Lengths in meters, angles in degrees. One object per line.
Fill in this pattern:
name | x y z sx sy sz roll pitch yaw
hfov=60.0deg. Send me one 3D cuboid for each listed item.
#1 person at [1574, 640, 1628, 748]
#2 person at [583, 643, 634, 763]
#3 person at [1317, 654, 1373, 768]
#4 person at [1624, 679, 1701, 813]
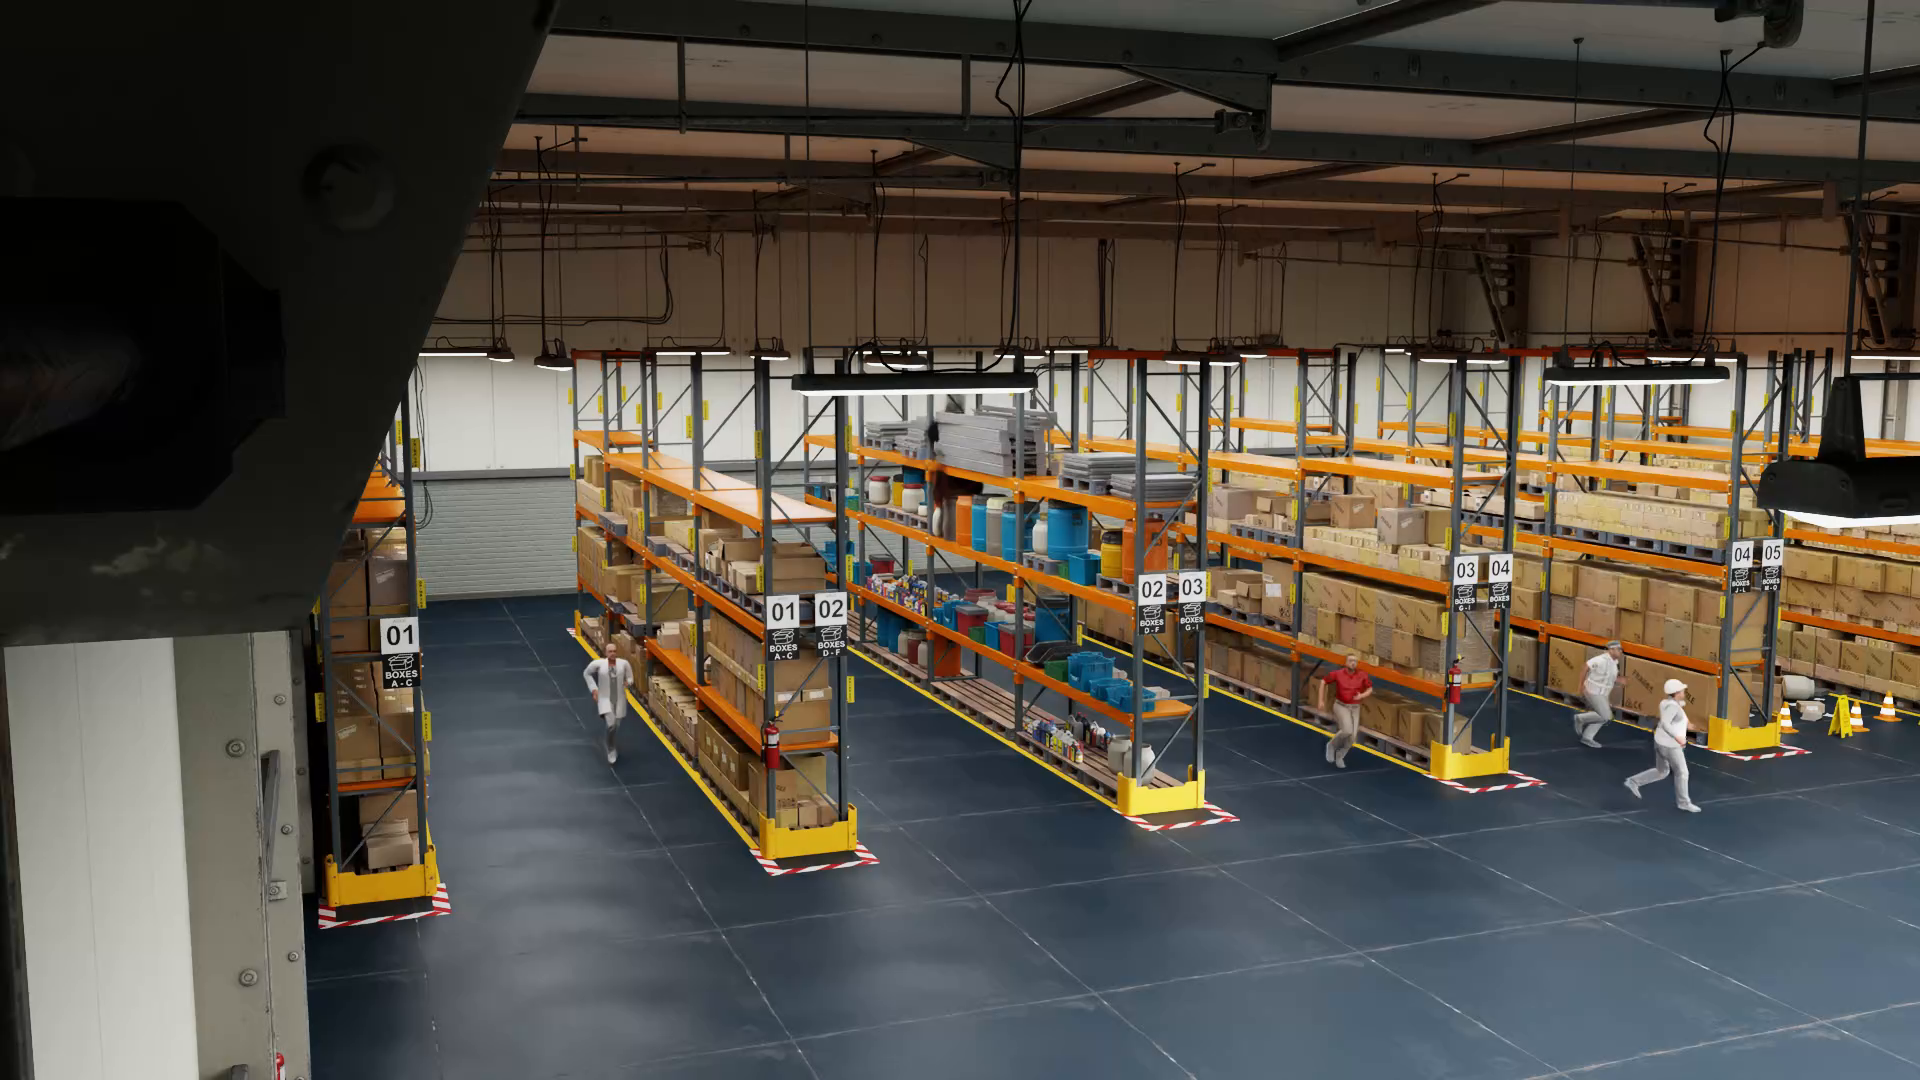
person | 9.834 2.344 25.489 0.747 1.698 0.652 6 9 39
person | -5.168 2.419 24.611 0.705 1.806 0.848 -3 8 -24
person | 5.657 2.495 24.324 0.759 1.688 0.604 -2 7 -17
person | 9.373 2.718 22.067 0.955 1.776 0.671 1 7 10
